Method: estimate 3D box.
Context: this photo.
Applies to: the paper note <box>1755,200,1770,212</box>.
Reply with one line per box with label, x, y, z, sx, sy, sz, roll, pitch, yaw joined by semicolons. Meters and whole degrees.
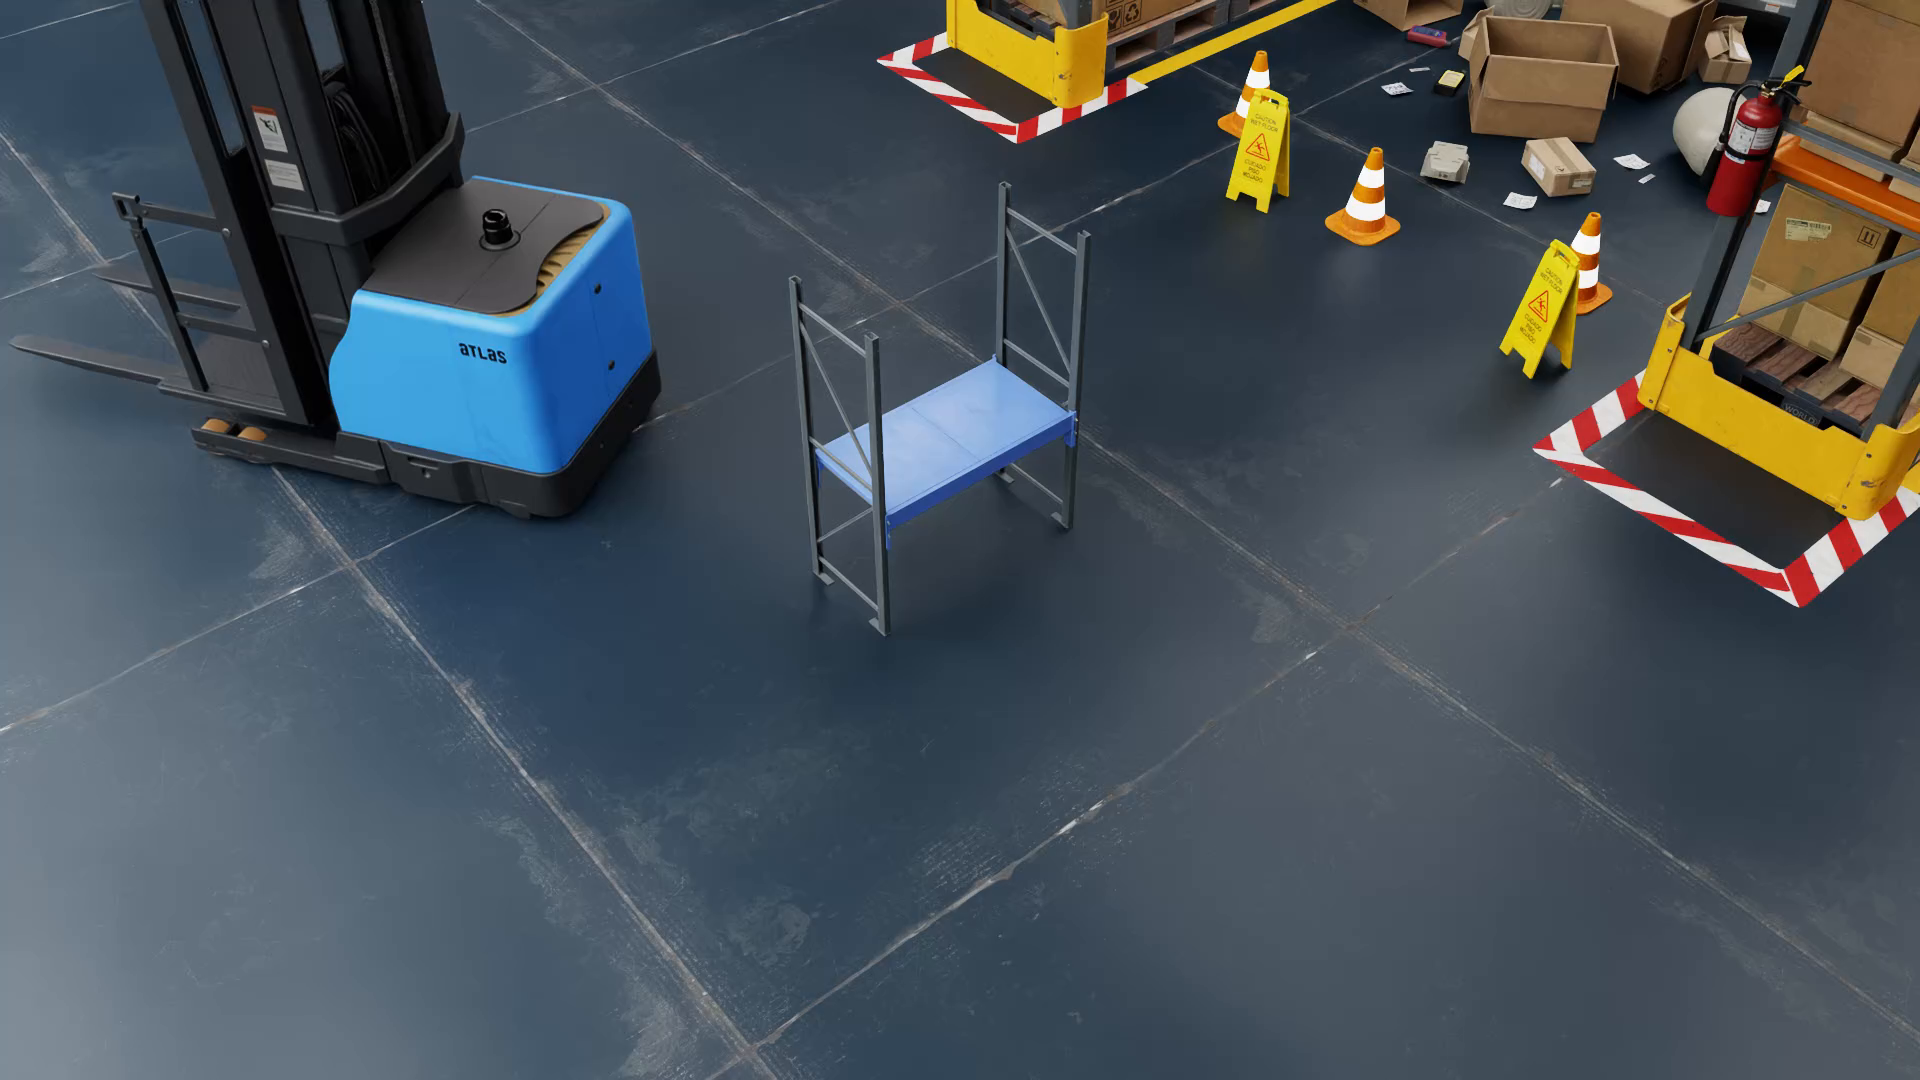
paper note;4.405;-1.862;9.210;0.142;0.019;0.148;22;47;21

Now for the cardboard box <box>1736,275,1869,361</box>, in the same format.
cardboard box;4.133;-1.167;8.003;0.500;0.250;0.500;-30;51;-28

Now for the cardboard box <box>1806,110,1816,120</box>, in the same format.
cardboard box;3.940;-1.864;7.227;0.250;0.149;0.380;-30;51;-28

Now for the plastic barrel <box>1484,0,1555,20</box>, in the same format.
plastic barrel;3.596;-3.578;10.751;0.421;0.421;0.512;0;43;0

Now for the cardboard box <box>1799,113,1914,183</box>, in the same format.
cardboard box;3.817;-1.694;7.046;0.250;0.149;0.380;-28;50;-27

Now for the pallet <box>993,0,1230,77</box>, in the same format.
pallet;0.977;-3.440;10.759;1.213;0.211;1.003;-30;51;-28

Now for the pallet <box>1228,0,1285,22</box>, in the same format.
pallet;1.913;-3.973;11.326;1.213;0.211;1.003;-30;51;-28

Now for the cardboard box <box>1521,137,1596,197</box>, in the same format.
cardboard box;3.376;-2.106;9.384;0.250;0.149;0.380;-7;44;-7

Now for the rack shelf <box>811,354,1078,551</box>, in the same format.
rack shelf;-0.065;-0.378;6.820;1.000;0.185;0.538;-30;51;-28

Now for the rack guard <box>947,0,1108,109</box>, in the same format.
rack guard;0.396;-3.143;10.231;0.348;0.500;1.175;-30;51;-28

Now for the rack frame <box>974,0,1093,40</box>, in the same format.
rack frame;0.414;-4.064;9.386;0.127;3.000;1.000;-30;51;-28

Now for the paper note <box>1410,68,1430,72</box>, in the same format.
paper note;2.866;-2.932;10.365;0.123;0.001;0.032;-7;44;-7

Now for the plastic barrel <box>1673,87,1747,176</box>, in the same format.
plastic barrel;4.281;-2.272;9.360;0.421;0.421;0.512;0;43;0

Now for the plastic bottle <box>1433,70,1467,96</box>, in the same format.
plastic bottle;3.015;-2.821;10.209;0.133;0.061;0.283;22;47;21

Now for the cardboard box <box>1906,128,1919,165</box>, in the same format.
cardboard box;4.209;-1.717;6.596;0.500;0.500;0.500;-31;51;-28

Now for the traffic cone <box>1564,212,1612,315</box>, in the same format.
traffic cone;3.170;-1.451;8.457;0.334;0.463;0.336;-30;51;-28

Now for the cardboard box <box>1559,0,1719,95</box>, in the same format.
cardboard box;4.103;-3.165;10.153;0.503;0.637;0.797;-30;51;-28

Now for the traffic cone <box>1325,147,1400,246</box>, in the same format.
traffic cone;2.197;-1.884;8.918;0.334;0.463;0.336;-30;51;-28

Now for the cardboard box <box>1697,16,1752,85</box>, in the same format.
cardboard box;4.734;-3.039;10.292;0.258;0.266;0.396;7;44;7

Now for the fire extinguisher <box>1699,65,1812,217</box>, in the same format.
fire extinguisher;3.284;-1.673;6.897;0.183;0.674;0.296;-30;51;-28

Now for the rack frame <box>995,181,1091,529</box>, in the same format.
rack frame;0.325;-0.732;6.934;0.032;1.500;0.500;-30;51;-28

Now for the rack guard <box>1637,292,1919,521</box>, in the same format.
rack guard;3.726;-0.632;7.557;0.348;0.500;1.175;-30;51;-28

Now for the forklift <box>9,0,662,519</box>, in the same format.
forklift;-2.994;-1.750;6.973;3.031;2.935;1.130;12;45;13

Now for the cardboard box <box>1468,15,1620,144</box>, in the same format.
cardboard box;3.391;-2.700;9.758;0.797;0.503;0.637;7;44;7

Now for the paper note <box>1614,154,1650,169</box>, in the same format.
paper note;3.863;-2.178;9.555;0.142;0.019;0.148;-14;45;-14

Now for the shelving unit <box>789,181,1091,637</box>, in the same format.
shelving unit;-0.065;-0.509;6.697;1.048;1.500;0.538;-30;51;-28

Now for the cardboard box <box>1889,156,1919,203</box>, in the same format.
cardboard box;4.061;-1.458;6.795;0.250;0.149;0.380;-30;51;-28

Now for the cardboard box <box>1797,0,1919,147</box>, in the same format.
cardboard box;3.907;-2.037;6.938;0.500;0.500;0.500;-31;51;-29

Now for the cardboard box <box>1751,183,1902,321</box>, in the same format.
cardboard box;4.115;-1.422;7.727;0.500;0.500;0.500;-29;51;-28

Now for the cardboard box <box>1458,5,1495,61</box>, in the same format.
cardboard box;3.346;-3.102;10.359;0.258;0.266;0.396;-21;47;-21

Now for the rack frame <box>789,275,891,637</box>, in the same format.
rack frame;-0.455;-0.286;6.459;0.032;1.500;0.500;-30;51;-28

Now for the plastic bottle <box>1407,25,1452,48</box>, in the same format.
plastic bottle;3.014;-3.212;10.625;0.283;0.061;0.133;22;47;21

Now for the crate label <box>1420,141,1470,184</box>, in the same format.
crate label;2.760;-2.144;9.432;0.250;0.136;0.298;14;45;15

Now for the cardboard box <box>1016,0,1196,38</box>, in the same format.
cardboard box;0.892;-3.775;10.324;0.875;0.875;0.875;-29;51;-28

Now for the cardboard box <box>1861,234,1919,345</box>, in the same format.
cardboard box;4.482;-1.153;7.441;0.500;0.500;0.500;-32;52;-29

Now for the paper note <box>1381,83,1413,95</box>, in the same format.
paper note;2.674;-2.760;10.168;0.142;0.017;0.144;-14;45;-14

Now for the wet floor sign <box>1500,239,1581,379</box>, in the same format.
wet floor sign;2.835;-1.130;7.981;0.232;0.644;0.267;-14;45;-14

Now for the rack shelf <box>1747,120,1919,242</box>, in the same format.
rack shelf;5.202;-2.126;7.848;4.000;0.370;1.077;-30;51;-28

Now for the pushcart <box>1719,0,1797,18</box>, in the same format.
pushcart;5.235;-3.486;10.686;1.648;0.377;0.936;22;47;21

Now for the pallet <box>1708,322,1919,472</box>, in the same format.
pallet;4.372;-0.865;8.016;1.213;0.211;1.003;-30;51;-28

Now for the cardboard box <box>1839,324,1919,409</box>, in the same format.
cardboard box;4.464;-0.869;7.686;0.500;0.250;0.500;-30;51;-28

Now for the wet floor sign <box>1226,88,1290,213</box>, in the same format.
wet floor sign;1.662;-2.154;9.072;0.267;0.644;0.232;30;51;28

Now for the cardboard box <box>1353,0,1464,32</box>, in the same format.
cardboard box;2.950;-3.690;10.812;0.500;0.500;0.500;-21;47;-21

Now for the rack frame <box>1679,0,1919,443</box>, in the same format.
rack frame;3.668;-1.509;6.666;0.127;3.000;1.000;-30;51;-28

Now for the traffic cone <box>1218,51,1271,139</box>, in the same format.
traffic cone;1.733;-2.627;9.709;0.334;0.463;0.336;-30;51;-28

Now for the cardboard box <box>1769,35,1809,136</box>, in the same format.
cardboard box;5.041;-2.600;9.651;0.500;0.500;0.500;0;43;0

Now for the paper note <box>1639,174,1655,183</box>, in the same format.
paper note;3.894;-2.048;9.424;0.123;0.001;0.032;-30;51;-28

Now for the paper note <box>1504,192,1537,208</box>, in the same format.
paper note;3.116;-1.888;9.237;0.148;0.019;0.142;22;47;21

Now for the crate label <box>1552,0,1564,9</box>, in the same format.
crate label;3.997;-3.643;11.029;0.298;0.136;0.250;7;44;7
